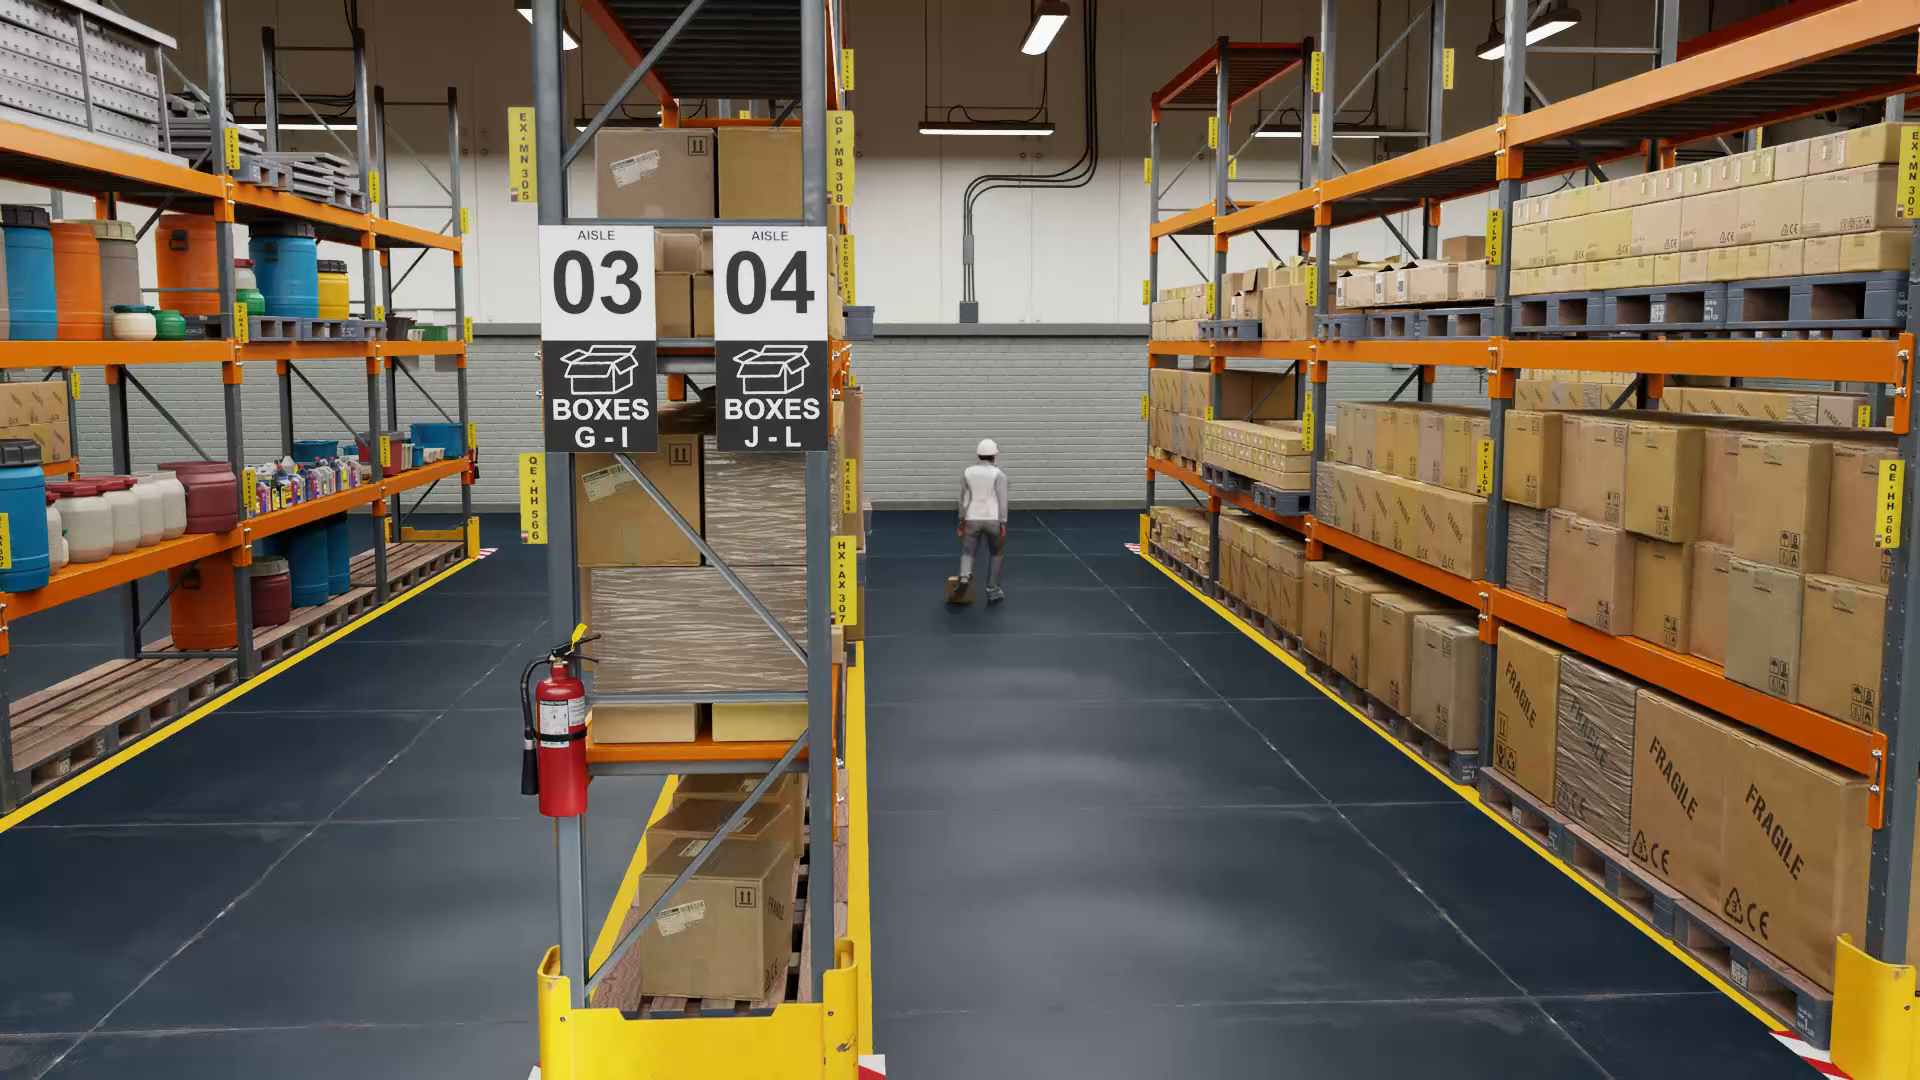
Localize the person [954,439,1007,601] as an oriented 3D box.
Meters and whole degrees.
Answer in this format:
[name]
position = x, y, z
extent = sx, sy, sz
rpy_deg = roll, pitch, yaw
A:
[person]
position = 0.217, -0.200, 17.770
extent = 0.570, 1.737, 0.799
rpy_deg = 2, 7, 17
